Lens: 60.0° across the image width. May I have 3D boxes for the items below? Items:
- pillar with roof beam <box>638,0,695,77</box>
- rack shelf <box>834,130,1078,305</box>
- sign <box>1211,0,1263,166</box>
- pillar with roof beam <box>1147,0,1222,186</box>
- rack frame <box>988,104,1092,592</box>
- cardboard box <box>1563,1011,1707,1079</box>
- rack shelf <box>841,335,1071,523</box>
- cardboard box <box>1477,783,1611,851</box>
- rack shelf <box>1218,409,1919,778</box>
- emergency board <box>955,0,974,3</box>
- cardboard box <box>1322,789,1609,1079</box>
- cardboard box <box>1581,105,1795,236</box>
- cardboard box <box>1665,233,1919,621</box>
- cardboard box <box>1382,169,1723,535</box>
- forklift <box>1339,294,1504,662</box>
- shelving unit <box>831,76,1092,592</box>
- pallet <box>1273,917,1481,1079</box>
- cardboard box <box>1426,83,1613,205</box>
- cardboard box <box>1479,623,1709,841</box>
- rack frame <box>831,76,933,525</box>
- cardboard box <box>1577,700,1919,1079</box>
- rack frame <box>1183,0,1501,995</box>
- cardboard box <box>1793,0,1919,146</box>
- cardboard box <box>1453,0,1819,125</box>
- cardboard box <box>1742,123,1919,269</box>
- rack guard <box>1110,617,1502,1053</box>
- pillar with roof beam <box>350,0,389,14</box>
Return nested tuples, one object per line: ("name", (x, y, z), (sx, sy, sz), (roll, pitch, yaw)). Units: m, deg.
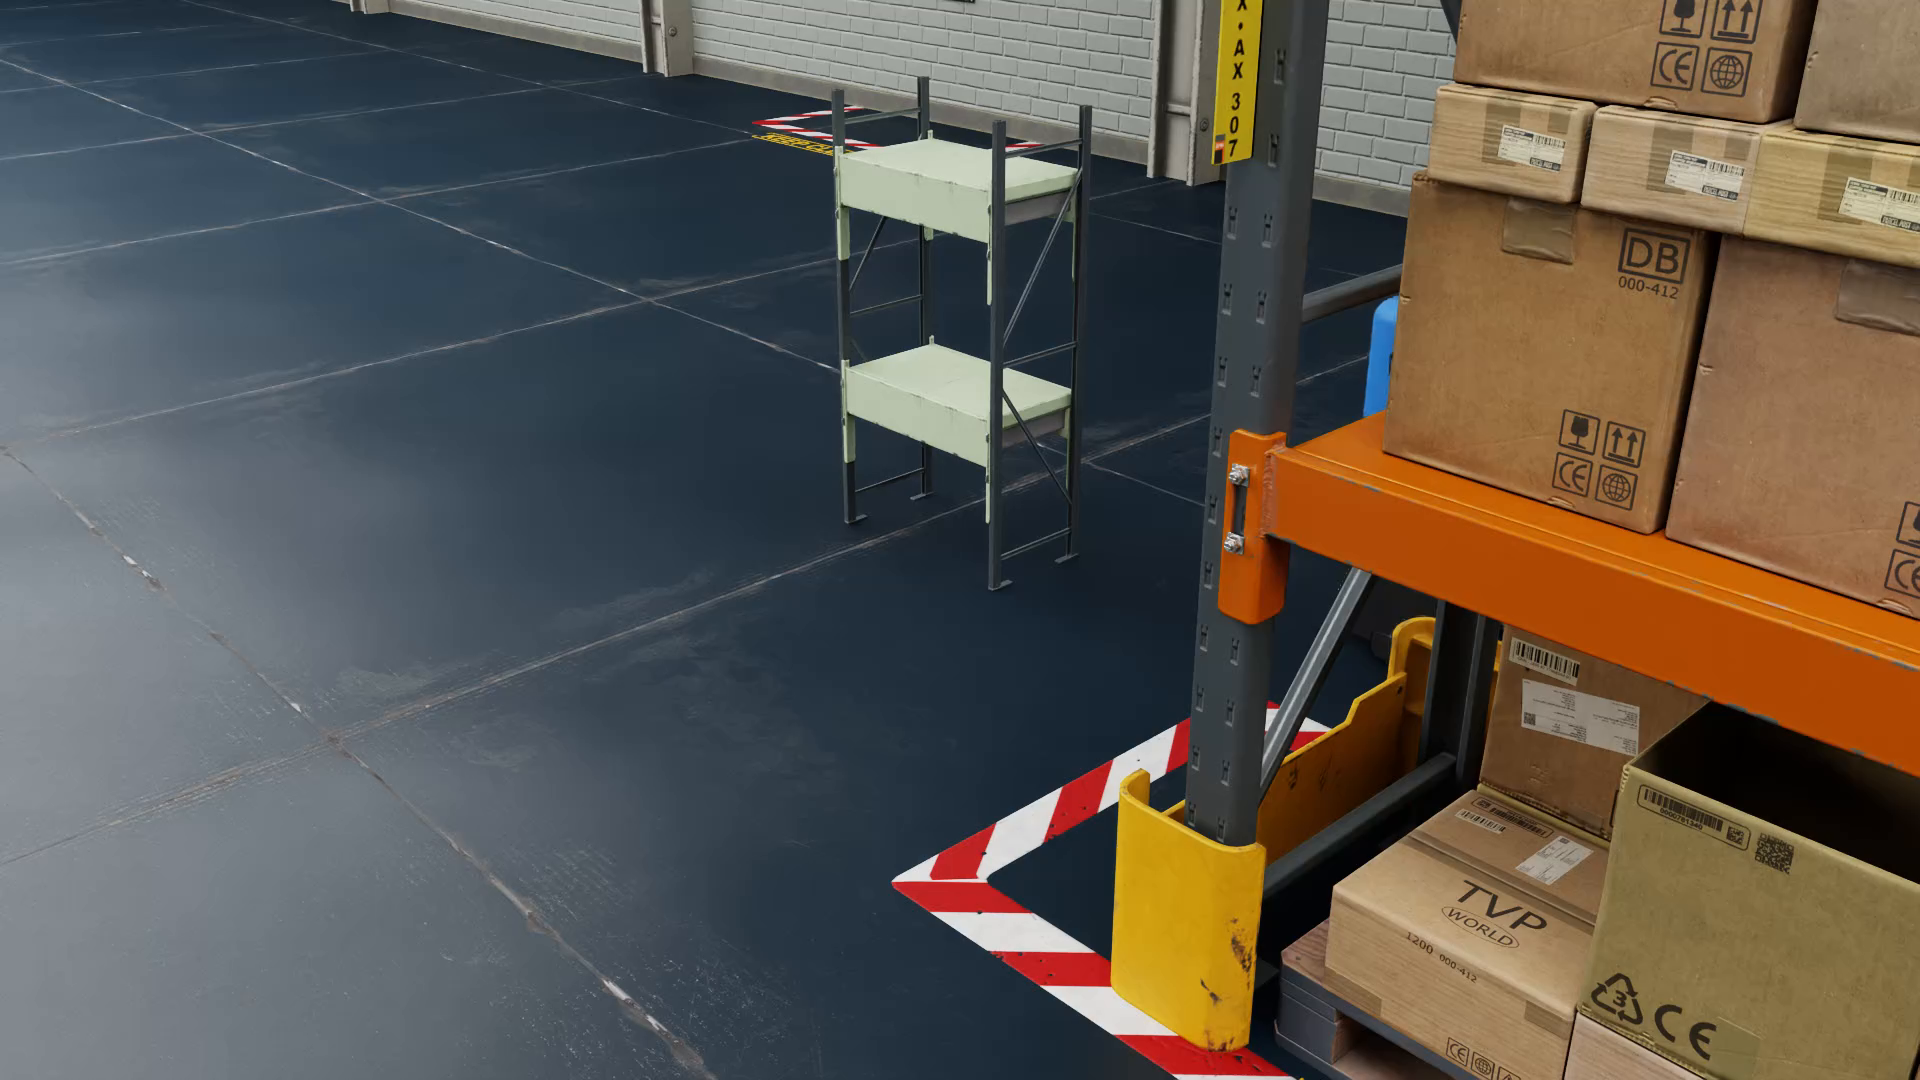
("pillar with roof beam", (-5.759, -7.089, 10.447), (9.100, 9.000, 0.400), (-21, 32, -38))
("rack shelf", (-0.005, -1.039, 5.281), (0.431, 0.370, 0.720), (-21, 32, -38))
("sign", (0.453, -0.780, 2.707), (0.100, 0.325, 0.005), (-21, 32, -38))
("pillar with roof beam", (-1.658, -5.271, 6.462), (9.100, 9.000, 0.400), (-21, 32, -38))
("rack frame", (0.246, -0.573, 5.200), (0.400, 1.500, 0.023), (-21, 32, -38))
("cardboard box", (1.411, 0.931, 2.903), (0.500, 0.250, 0.500), (-21, 32, -38))
("rack shelf", (-0.005, -0.388, 5.578), (0.431, 0.370, 0.720), (-21, 32, -38))
("cardboard box", (1.444, 0.633, 3.555), (0.500, 0.250, 0.500), (-21, 32, -38))
("rack shelf", (2.229, 0.428, 2.065), (1.077, 0.370, 4.000), (-21, 32, -38))
("emergency board", (-0.169, -4.530, 12.066), (0.157, 1.169, 0.626), (-21, 32, -38))
("cardboard box", (1.066, 0.780, 3.233), (0.500, 0.250, 0.500), (-21, 32, -38))
("cardboard box", (1.156, -0.587, 2.520), (0.380, 0.149, 0.250), (-22, 33, -40))
("cardboard box", (1.534, -0.248, 2.559), (0.700, 0.500, 0.500), (-20, 31, -37))
("cardboard box", (1.172, -0.406, 2.905), (0.700, 0.500, 0.500), (-21, 32, -38))
("forklift", (2.489, -0.695, 3.743), (1.130, 2.935, 3.031), (-20, 31, -37))
("shelving unit", (-0.005, -0.684, 5.443), (0.431, 1.500, 0.755), (-21, 32, -38))
("pallet", (1.415, 0.983, 3.341), (1.003, 0.211, 1.213), (-21, 32, -38))
("cardboard box", (0.973, -0.666, 2.694), (0.380, 0.149, 0.250), (-22, 32, -39))
("cardboard box", (1.446, 0.291, 3.401), (0.500, 0.500, 0.500), (-21, 32, -38))
("rack frame", (-0.255, -0.795, 5.686), (0.400, 1.500, 0.023), (-21, 32, -38))
("cardboard box", (1.409, 0.590, 2.746), (0.500, 0.500, 0.500), (-21, 32, -38))
("rack frame", (0.862, -0.505, 3.244), (1.000, 3.000, 0.127), (-21, 32, -38))
("cardboard box", (1.572, -0.822, 2.255), (0.700, 0.500, 0.500), (-22, 33, -40))
("cardboard box", (1.208, -0.980, 2.601), (0.700, 0.500, 0.500), (-21, 32, -38))
("cardboard box", (1.325, -0.511, 2.354), (0.380, 0.149, 0.250), (-21, 32, -38))
("rack guard", (0.846, 0.625, 3.779), (1.175, 0.500, 0.348), (-21, 32, -38))
("pillar with roof beam", (-9.860, -8.907, 14.432), (9.100, 9.000, 0.400), (-21, 32, -38))
